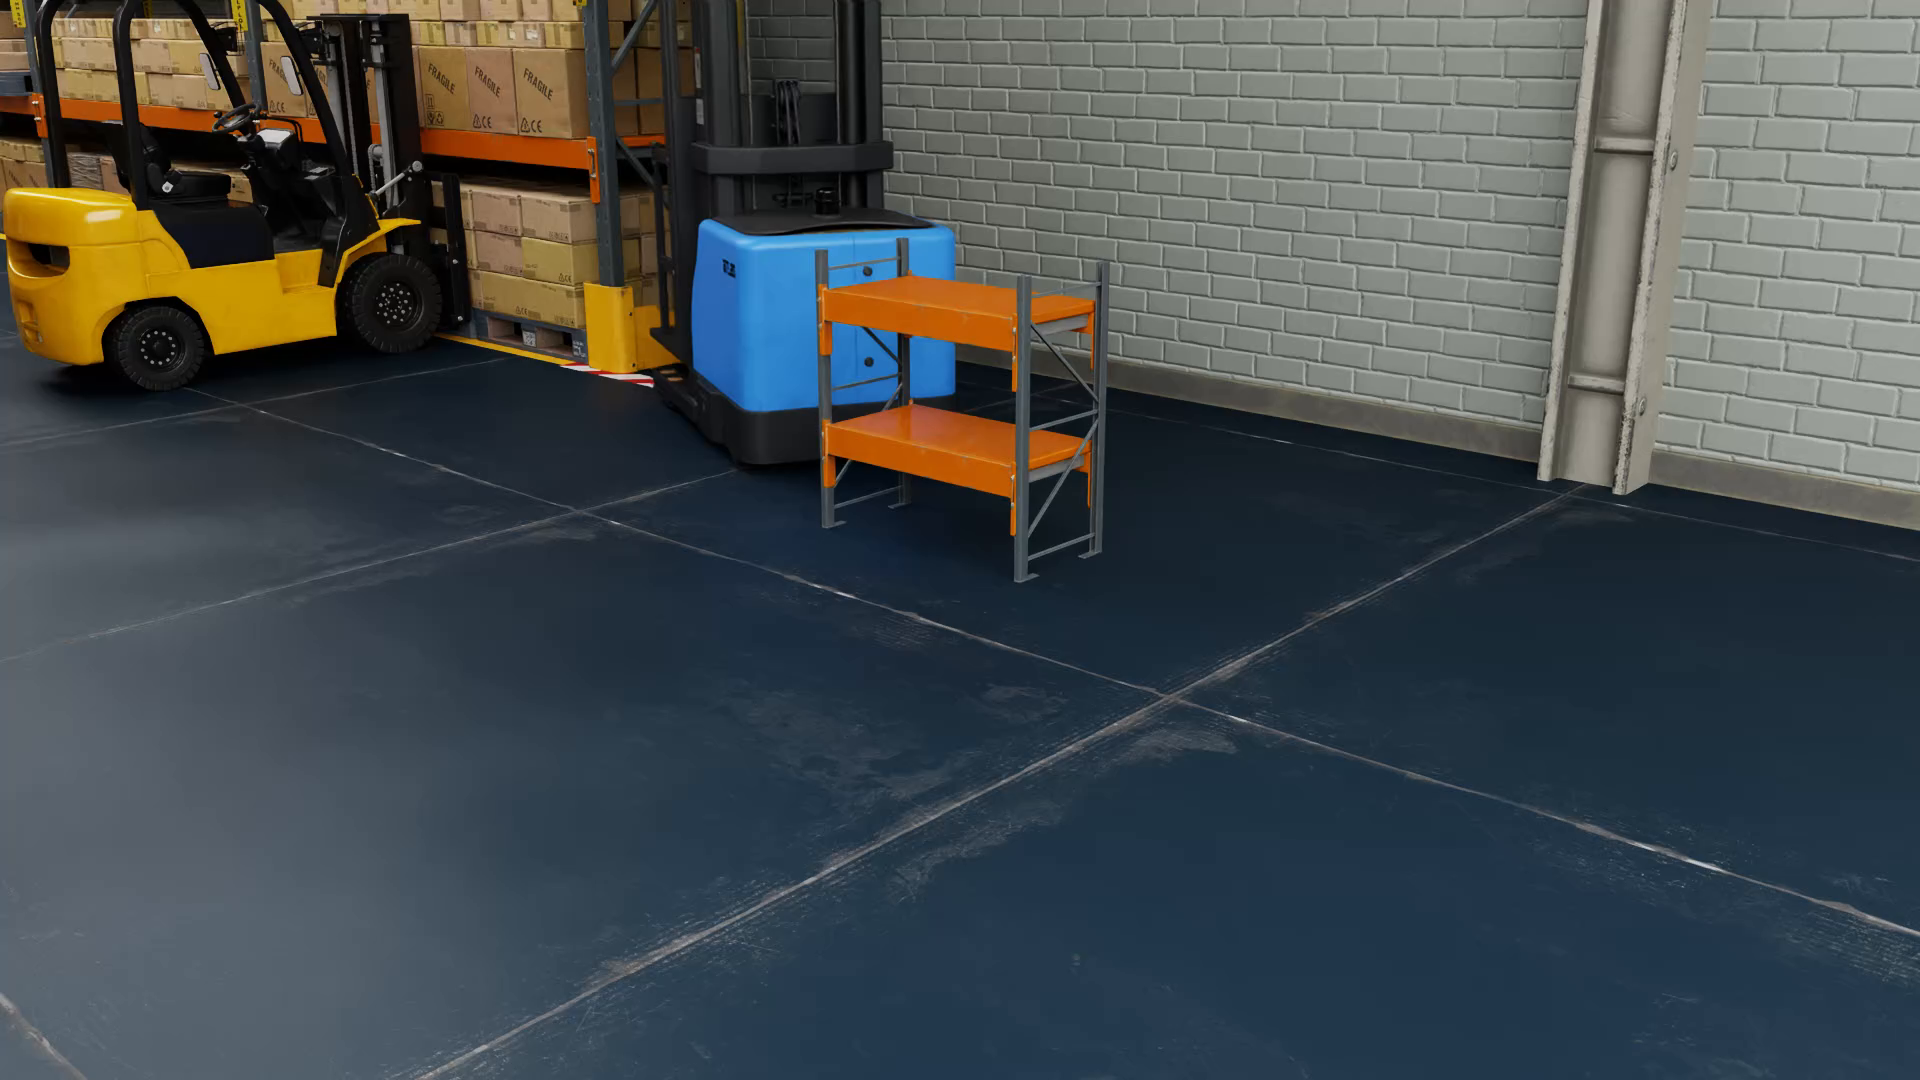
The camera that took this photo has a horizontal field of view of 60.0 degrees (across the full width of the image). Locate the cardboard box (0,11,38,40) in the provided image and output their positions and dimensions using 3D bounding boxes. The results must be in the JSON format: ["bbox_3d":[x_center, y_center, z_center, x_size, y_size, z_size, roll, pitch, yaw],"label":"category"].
[{"bbox_3d":[-9.053,-4.701,15.601,0.637,0.503,0.797,14,23,38],"label":"cardboard box"}]

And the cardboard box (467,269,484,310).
[{"bbox_3d":[-3.021,-1.676,10.786,0.500,0.250,0.500,15,23,40],"label":"cardboard box"}]

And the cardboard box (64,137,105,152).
[{"bbox_3d":[-8.313,-3.750,15.835,0.250,0.149,0.380,15,23,40],"label":"cardboard box"}]

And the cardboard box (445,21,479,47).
[{"bbox_3d":[-2.944,-3.128,10.272,0.250,0.149,0.380,14,22,38],"label":"cardboard box"}]

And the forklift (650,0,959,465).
[{"bbox_3d":[-1.017,-2.139,8.506,1.130,2.935,3.031,-7,19,-21],"label":"forklift"}]

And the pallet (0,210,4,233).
[{"bbox_3d":[-9.151,-3.240,16.472,1.213,0.211,1.003,15,23,39],"label":"pallet"}]

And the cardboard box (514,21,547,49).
[{"bbox_3d":[-2.382,-2.967,9.764,0.250,0.149,0.380,16,23,40],"label":"cardboard box"}]

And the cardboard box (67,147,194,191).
[{"bbox_3d":[-7.252,-3.106,14.670,0.625,0.625,0.875,16,24,41],"label":"cardboard box"}]

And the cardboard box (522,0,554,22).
[{"bbox_3d":[-2.339,-3.125,9.769,0.250,0.149,0.380,15,23,39],"label":"cardboard box"}]

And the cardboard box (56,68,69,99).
[{"bbox_3d":[-7.540,-3.950,14.347,0.500,0.250,0.500,15,23,39],"label":"cardboard box"}]

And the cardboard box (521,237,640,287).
[{"bbox_3d":[-2.297,-1.714,10.079,0.500,0.250,0.500,15,23,39],"label":"cardboard box"}]

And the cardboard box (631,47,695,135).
[{"bbox_3d":[-1.912,-2.769,10.214,0.500,0.500,0.500,16,24,41],"label":"cardboard box"}]

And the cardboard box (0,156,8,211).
[{"bbox_3d":[-8.929,-3.418,15.861,0.500,0.500,0.500,16,24,42],"label":"cardboard box"}]

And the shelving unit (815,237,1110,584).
[{"bbox_3d":[-0.005,-0.538,6.446,1.048,1.125,0.538,15,23,39],"label":"shelving unit"}]

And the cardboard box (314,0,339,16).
[{"bbox_3d":[-4.099,-3.574,11.185,0.250,0.149,0.380,16,23,40],"label":"cardboard box"}]

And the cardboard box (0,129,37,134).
[{"bbox_3d":[-9.467,-4.067,16.833,0.250,0.149,0.380,16,24,41],"label":"cardboard box"}]

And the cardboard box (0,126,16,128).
[{"bbox_3d":[-10.034,-4.226,17.336,0.250,0.149,0.380,15,23,39],"label":"cardboard box"}]

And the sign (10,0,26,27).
[{"bbox_3d":[-8.062,-4.555,14.223,0.005,0.325,0.100,15,23,39],"label":"sign"}]

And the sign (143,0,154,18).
[{"bbox_3d":[-7.343,-4.844,15.001,0.005,0.325,0.100,15,23,39],"label":"sign"}]

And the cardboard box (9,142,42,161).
[{"bbox_3d":[-8.471,-3.573,15.278,0.250,0.149,0.380,14,22,36],"label":"cardboard box"}]

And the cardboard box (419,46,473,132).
[{"bbox_3d":[-3.033,-2.856,10.485,0.500,0.500,0.500,14,23,38],"label":"cardboard box"}]

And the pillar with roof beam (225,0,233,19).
[{"bbox_3d":[-8.993,-5.993,10.620,0.400,9.000,9.100,15,23,39],"label":"pillar with roof beam"}]

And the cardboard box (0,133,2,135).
[{"bbox_3d":[-9.591,-3.906,16.328,0.250,0.149,0.380,16,24,41],"label":"cardboard box"}]

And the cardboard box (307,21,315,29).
[{"bbox_3d":[-4.246,-3.498,11.438,0.250,0.149,0.380,15,23,39],"label":"cardboard box"}]

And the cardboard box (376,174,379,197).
[{"bbox_3d":[-3.808,-2.358,11.282,0.500,0.250,0.500,16,24,41],"label":"cardboard box"}]

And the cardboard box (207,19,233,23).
[{"bbox_3d":[-5.473,-3.846,12.535,0.250,0.149,0.380,15,23,39],"label":"cardboard box"}]

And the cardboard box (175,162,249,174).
[{"bbox_3d":[-5.690,-2.691,13.362,0.625,0.625,0.875,15,23,39],"label":"cardboard box"}]

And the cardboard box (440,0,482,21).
[{"bbox_3d":[-2.958,-3.265,10.212,0.250,0.149,0.380,16,23,41],"label":"cardboard box"}]

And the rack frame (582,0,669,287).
[{"bbox_3d":[-1.726,-2.559,9.717,0.127,3.000,1.000,15,23,39],"label":"rack frame"}]

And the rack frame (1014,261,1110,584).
[{"bbox_3d":[0.375,-0.435,6.124,0.032,1.125,0.500,15,23,39],"label":"rack frame"}]

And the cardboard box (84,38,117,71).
[{"bbox_3d":[-6.786,-3.978,13.609,0.500,0.250,0.500,14,23,38],"label":"cardboard box"}]

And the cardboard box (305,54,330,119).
[{"bbox_3d":[-4.158,-3.161,11.448,0.500,0.500,0.500,16,23,40],"label":"cardboard box"}]

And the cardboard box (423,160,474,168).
[{"bbox_3d":[-3.832,-2.575,11.966,0.500,0.250,0.500,15,23,38],"label":"cardboard box"}]

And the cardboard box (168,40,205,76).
[{"bbox_3d":[-5.644,-3.672,12.644,0.500,0.250,0.500,14,23,38],"label":"cardboard box"}]

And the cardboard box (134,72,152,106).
[{"bbox_3d":[-6.390,-3.641,13.375,0.500,0.250,0.500,16,24,41],"label":"cardboard box"}]

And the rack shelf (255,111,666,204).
[{"bbox_3d":[-3.222,-2.618,11.092,4.000,0.370,1.077,15,23,39],"label":"rack shelf"}]

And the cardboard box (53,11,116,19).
[{"bbox_3d":[-7.990,-4.552,15.137,0.500,0.500,0.500,16,24,42],"label":"cardboard box"}]

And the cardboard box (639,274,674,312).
[{"bbox_3d":[-1.963,-1.592,10.520,0.500,0.250,0.500,15,23,39],"label":"cardboard box"}]

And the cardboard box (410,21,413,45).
[{"bbox_3d":[-3.510,-3.281,10.753,0.250,0.149,0.380,14,23,38],"label":"cardboard box"}]

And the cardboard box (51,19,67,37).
[{"bbox_3d":[-7.466,-4.339,14.086,0.250,0.149,0.380,16,23,40],"label":"cardboard box"}]

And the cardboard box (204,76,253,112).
[{"bbox_3d":[-5.268,-3.333,12.403,0.500,0.250,0.500,16,23,40],"label":"cardboard box"}]

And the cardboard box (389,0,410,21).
[{"bbox_3d":[-3.462,-3.443,10.773,0.250,0.149,0.380,15,23,39],"label":"cardboard box"}]

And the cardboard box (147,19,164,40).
[{"bbox_3d":[-6.096,-3.988,12.980,0.250,0.149,0.380,15,23,40],"label":"cardboard box"}]

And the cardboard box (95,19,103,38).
[{"bbox_3d":[-6.845,-4.199,13.648,0.250,0.149,0.380,15,23,40],"label":"cardboard box"}]

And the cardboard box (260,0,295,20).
[{"bbox_3d":[-4.676,-3.730,11.677,0.250,0.149,0.380,16,23,40],"label":"cardboard box"}]

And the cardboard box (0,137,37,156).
[{"bbox_3d":[-8.993,-3.749,15.833,0.250,0.149,0.380,15,23,38],"label":"cardboard box"}]

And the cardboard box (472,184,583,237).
[{"bbox_3d":[-2.663,-2.049,10.306,0.500,0.250,0.500,16,23,40],"label":"cardboard box"}]

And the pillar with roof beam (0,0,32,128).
[{"bbox_3d":[-13.481,-7.198,14.416,0.400,9.000,9.100,15,23,39],"label":"pillar with roof beam"}]

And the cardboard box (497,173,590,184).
[{"bbox_3d":[-2.703,-2.267,10.995,0.500,0.250,0.500,15,23,39],"label":"cardboard box"}]

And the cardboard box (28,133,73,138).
[{"bbox_3d":[-8.895,-3.906,16.327,0.250,0.149,0.380,15,23,40],"label":"cardboard box"}]
